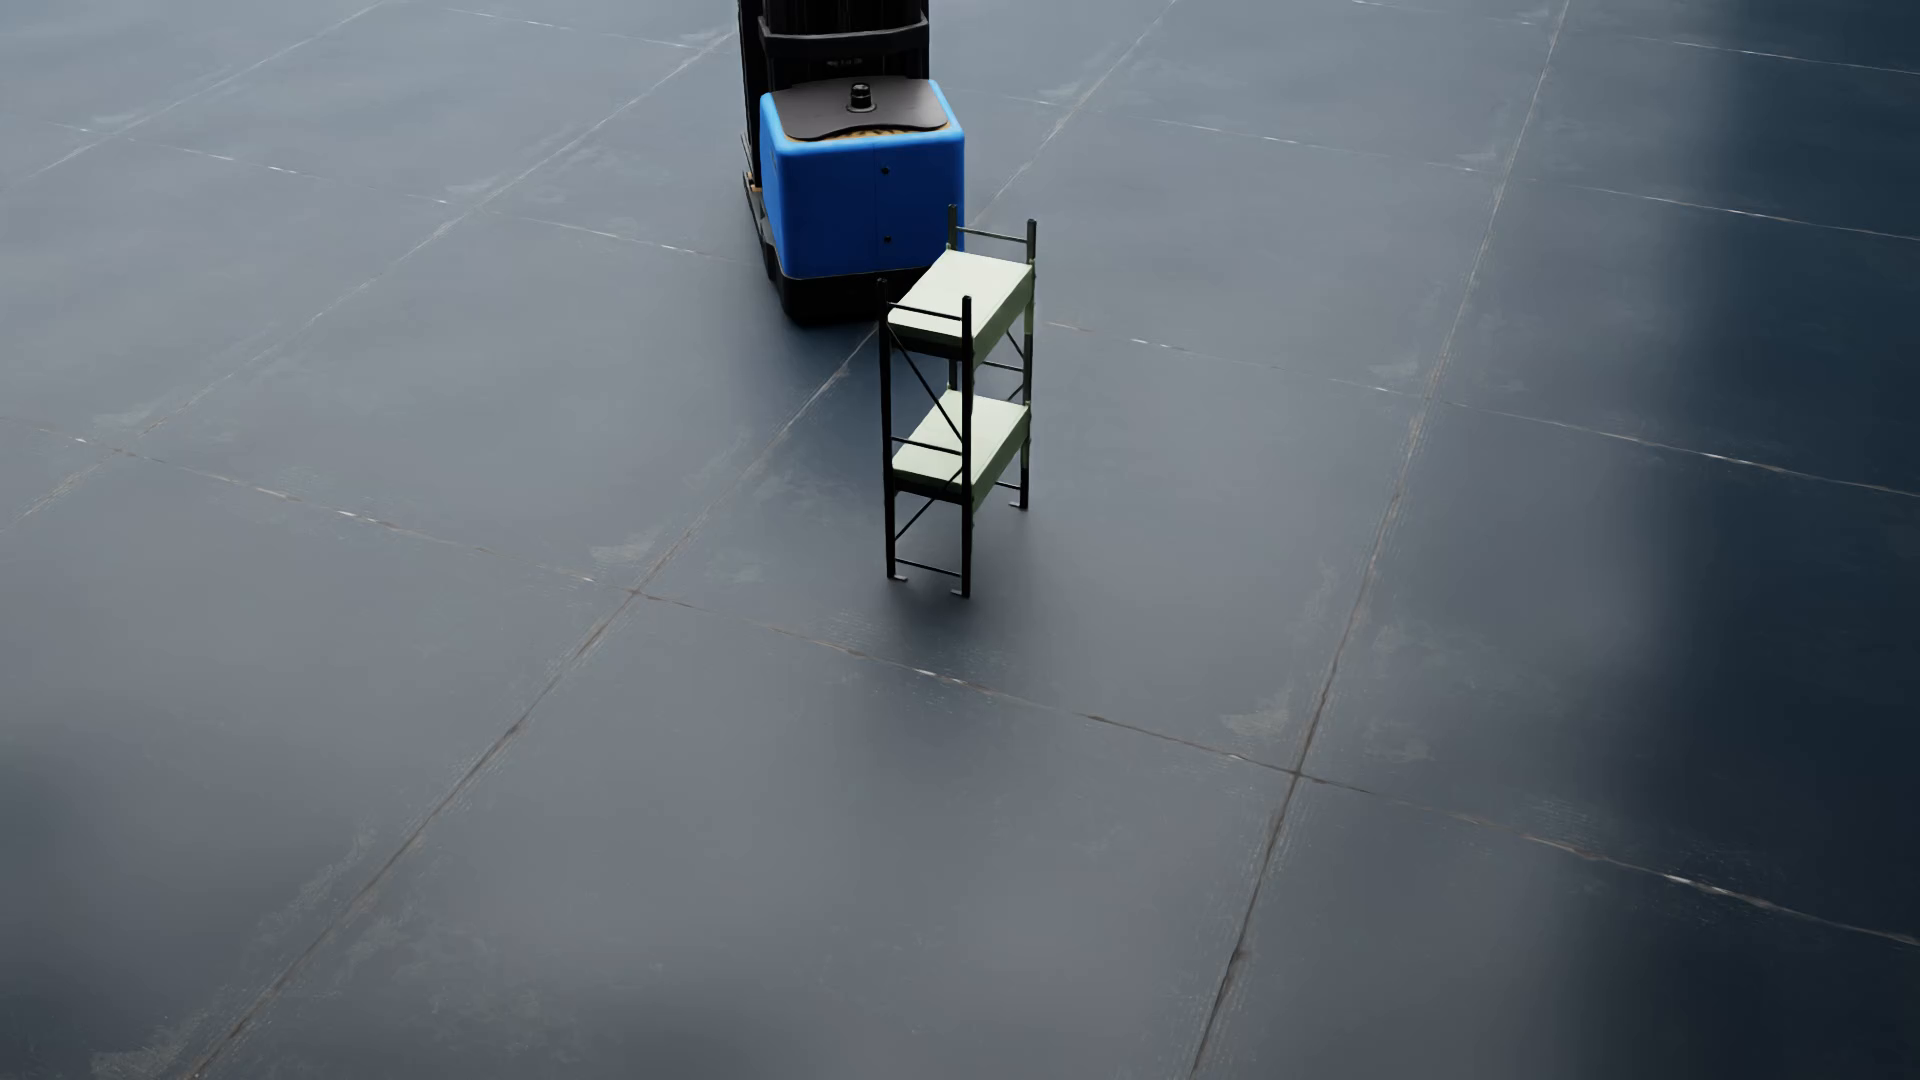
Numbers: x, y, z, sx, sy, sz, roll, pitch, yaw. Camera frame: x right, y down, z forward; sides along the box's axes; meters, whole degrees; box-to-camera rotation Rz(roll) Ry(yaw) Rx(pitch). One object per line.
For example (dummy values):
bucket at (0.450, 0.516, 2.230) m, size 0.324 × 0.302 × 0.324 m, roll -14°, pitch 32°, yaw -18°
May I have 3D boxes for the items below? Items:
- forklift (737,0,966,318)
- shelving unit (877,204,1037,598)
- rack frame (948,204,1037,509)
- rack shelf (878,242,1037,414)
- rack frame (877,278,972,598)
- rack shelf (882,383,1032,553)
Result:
forklift at (-0.776, -3.297, 9.713) m, size 1.130 × 2.935 × 3.031 m, roll -7°, pitch 37°, yaw -10°
shelving unit at (-0.003, -0.597, 7.296) m, size 0.431 × 1.500 × 0.755 m, roll 14°, pitch 39°, yaw 18°
rack frame at (0.137, -0.800, 7.567) m, size 0.400 × 1.500 × 0.023 m, roll 14°, pitch 39°, yaw 18°
rack shelf at (-0.003, -0.910, 7.062) m, size 0.431 × 0.370 × 0.720 m, roll 14°, pitch 39°, yaw 18°
rack frame at (-0.142, -0.394, 7.025) m, size 0.400 × 1.500 × 0.023 m, roll 14°, pitch 39°, yaw 18°
rack shelf at (-0.003, -0.336, 7.491) m, size 0.431 × 0.370 × 0.720 m, roll 14°, pitch 39°, yaw 18°
